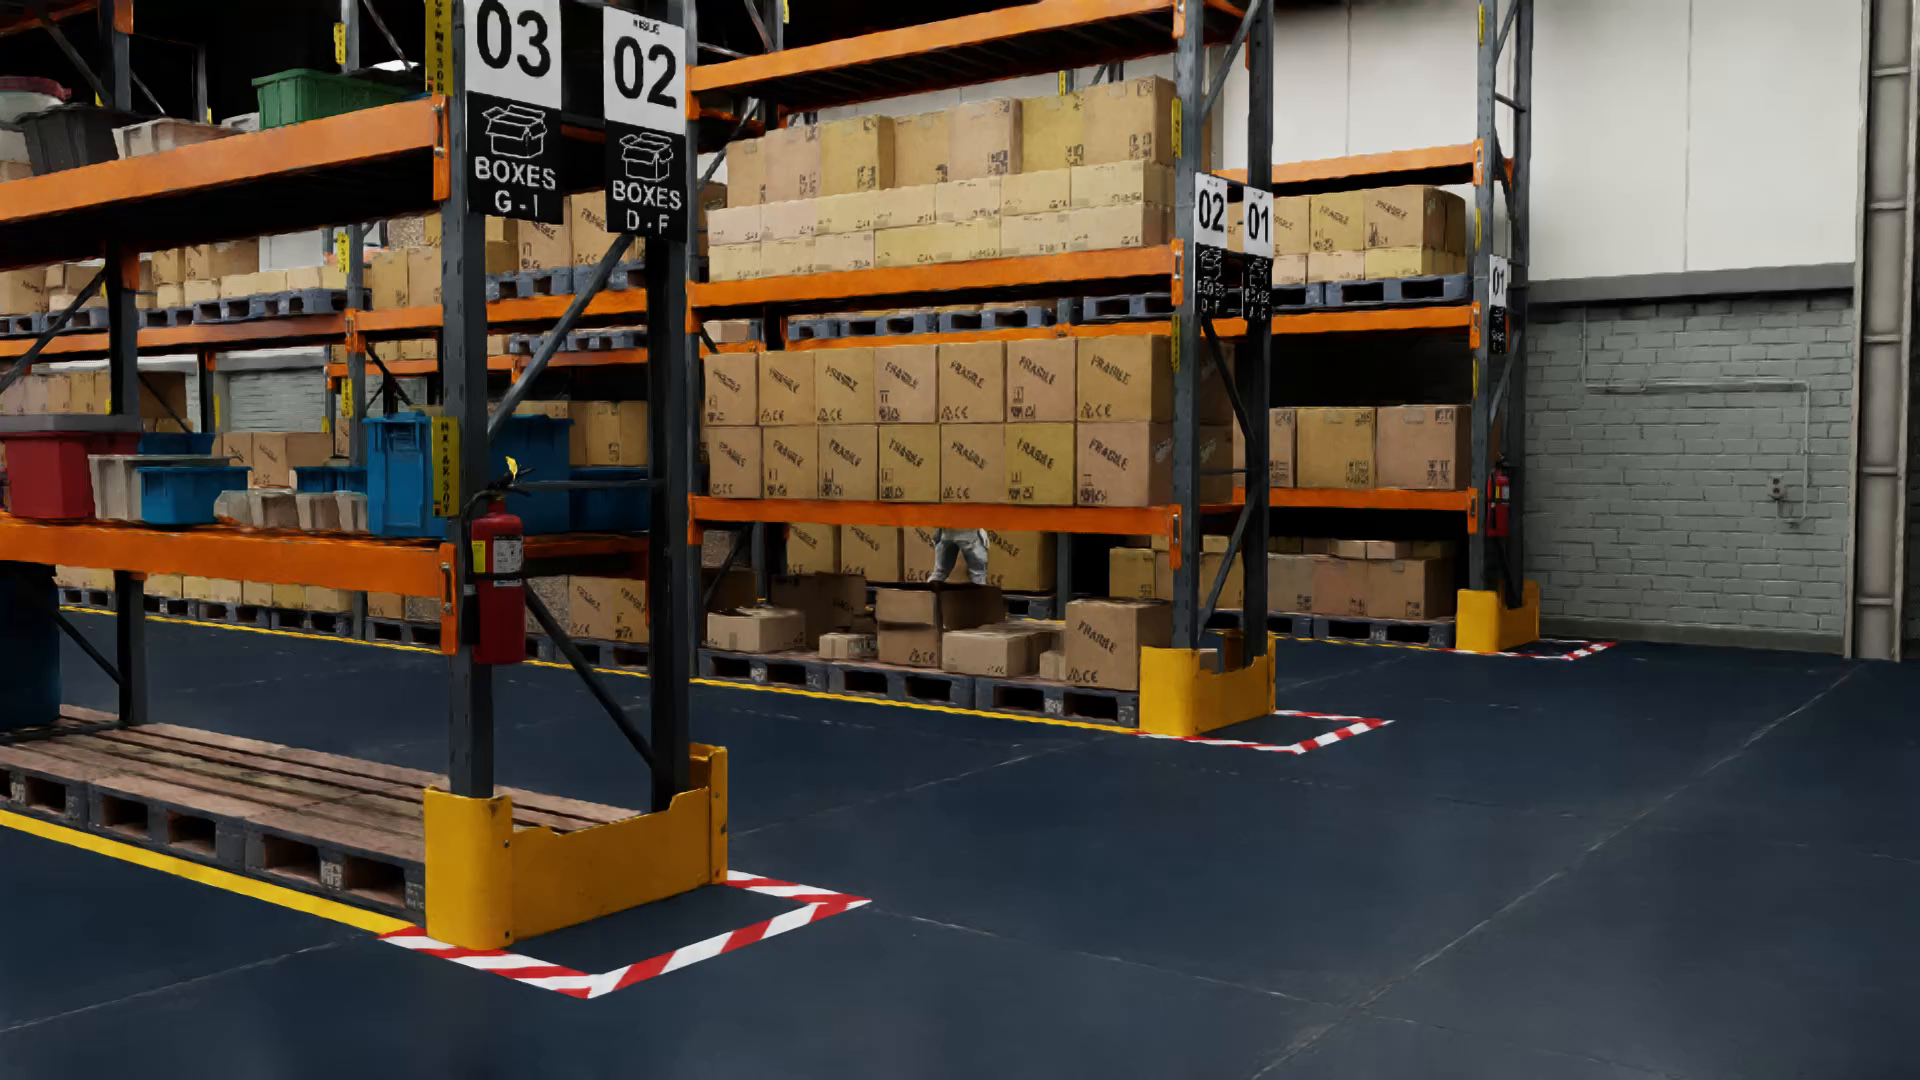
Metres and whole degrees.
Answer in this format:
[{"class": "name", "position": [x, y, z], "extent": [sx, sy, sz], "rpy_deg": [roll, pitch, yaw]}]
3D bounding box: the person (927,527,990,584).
[{"class": "person", "position": [-0.019, -0.074, 14.994], "extent": [0.569, 1.780, 0.650], "rpy_deg": [-3, 4, -41]}]
